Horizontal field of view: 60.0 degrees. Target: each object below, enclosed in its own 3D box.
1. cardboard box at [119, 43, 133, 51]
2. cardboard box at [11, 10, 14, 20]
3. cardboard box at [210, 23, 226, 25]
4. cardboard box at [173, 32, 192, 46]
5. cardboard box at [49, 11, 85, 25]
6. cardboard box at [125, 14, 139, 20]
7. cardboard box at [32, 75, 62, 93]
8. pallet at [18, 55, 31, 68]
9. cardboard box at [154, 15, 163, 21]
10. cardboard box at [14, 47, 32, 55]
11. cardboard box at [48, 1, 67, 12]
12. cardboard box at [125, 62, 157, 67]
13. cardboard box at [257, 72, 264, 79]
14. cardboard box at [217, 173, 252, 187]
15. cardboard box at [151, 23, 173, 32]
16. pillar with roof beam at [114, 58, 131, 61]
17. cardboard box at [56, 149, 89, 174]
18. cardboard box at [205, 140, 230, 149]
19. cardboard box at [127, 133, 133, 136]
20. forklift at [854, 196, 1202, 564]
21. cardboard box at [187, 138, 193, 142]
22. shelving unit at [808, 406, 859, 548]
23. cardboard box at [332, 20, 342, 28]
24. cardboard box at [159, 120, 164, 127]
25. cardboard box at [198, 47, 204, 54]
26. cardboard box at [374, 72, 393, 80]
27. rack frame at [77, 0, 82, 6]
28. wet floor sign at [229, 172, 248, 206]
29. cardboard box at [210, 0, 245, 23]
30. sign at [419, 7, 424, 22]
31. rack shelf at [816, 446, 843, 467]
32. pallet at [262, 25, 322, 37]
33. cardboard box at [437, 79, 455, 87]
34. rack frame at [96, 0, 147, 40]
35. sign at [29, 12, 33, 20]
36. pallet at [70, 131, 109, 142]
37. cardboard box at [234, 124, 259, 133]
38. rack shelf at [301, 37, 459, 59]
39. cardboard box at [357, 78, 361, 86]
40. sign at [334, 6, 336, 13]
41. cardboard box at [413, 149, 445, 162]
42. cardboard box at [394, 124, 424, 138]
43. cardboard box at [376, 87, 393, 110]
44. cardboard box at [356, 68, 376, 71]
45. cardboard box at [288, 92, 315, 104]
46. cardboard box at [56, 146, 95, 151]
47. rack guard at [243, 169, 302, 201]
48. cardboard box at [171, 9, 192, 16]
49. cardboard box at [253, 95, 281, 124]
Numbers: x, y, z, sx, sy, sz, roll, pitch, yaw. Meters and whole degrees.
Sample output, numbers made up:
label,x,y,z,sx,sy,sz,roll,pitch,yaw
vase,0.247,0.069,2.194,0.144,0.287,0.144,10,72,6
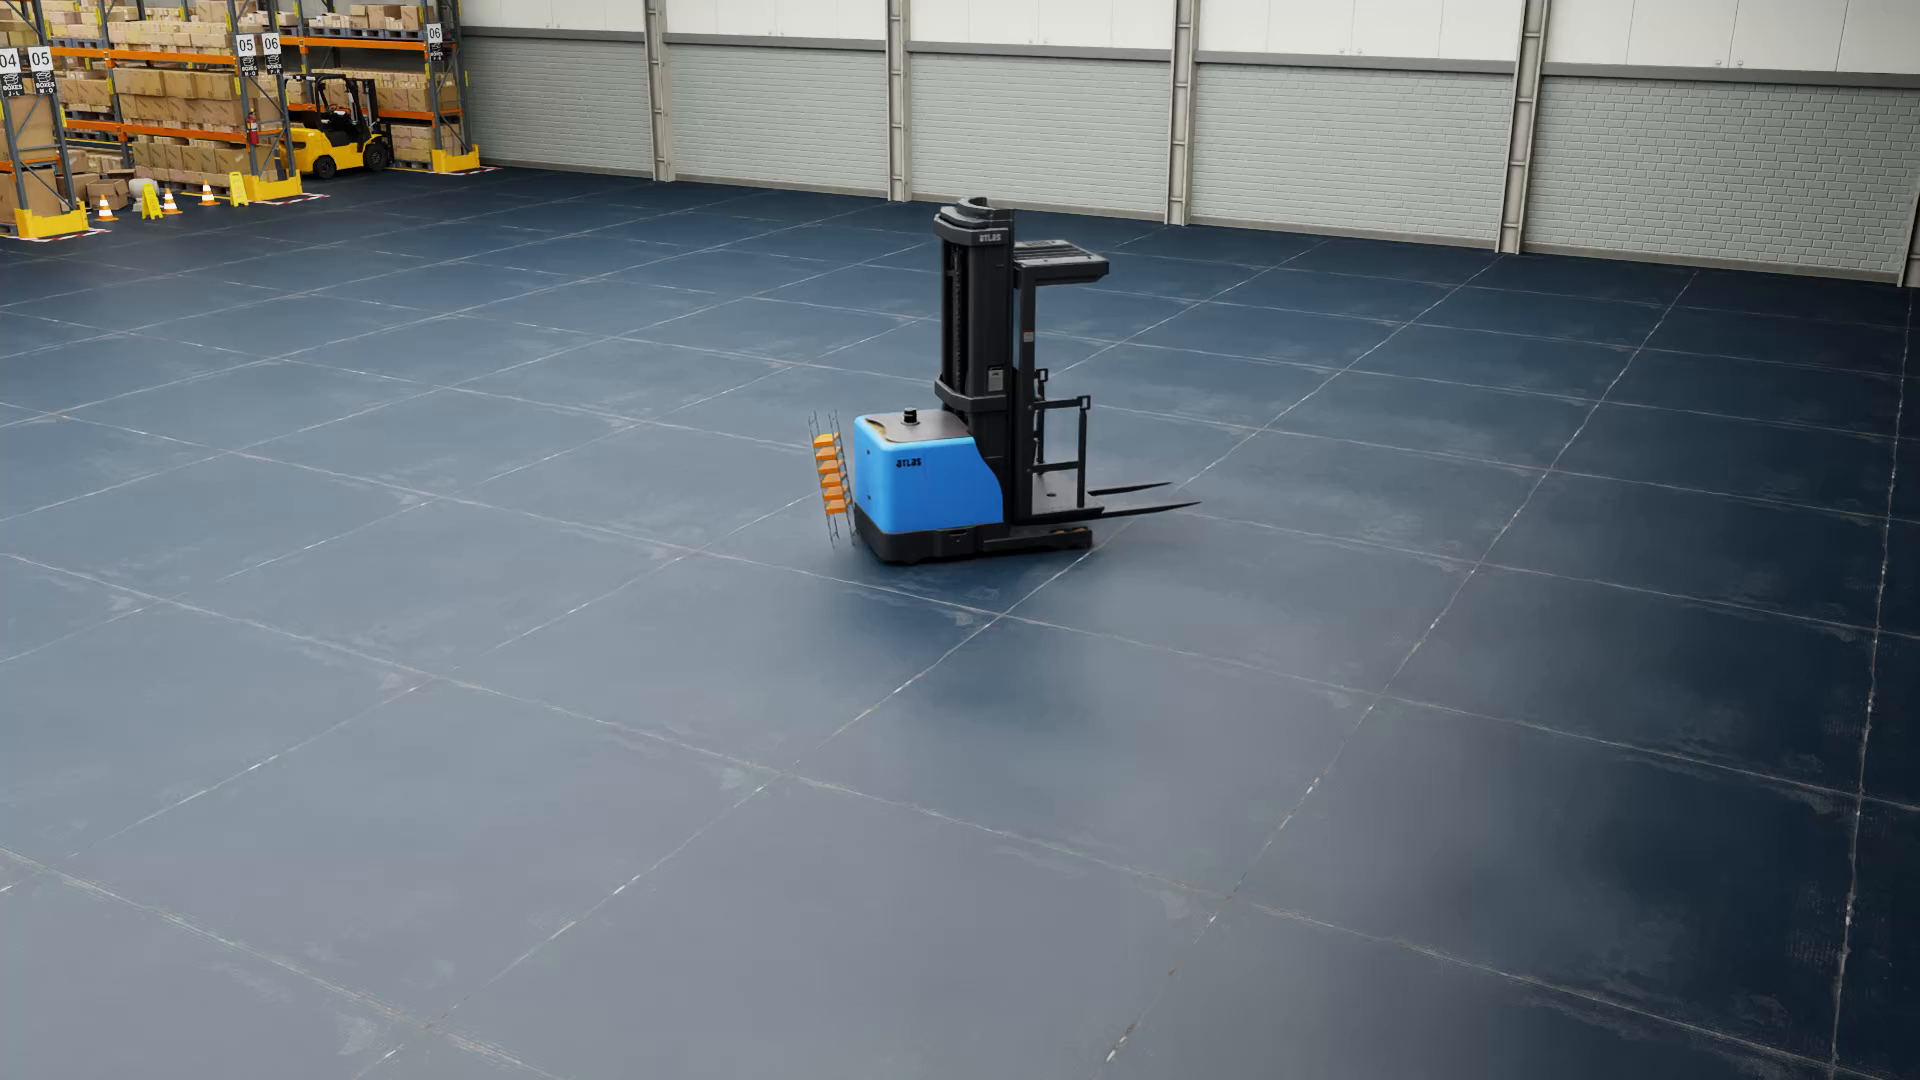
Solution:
label,x,y,z,sx,sy,sz,roll,pitch,yaw
cardboard box,-17.075,-10.177,34.289,0.250,0.149,0.380,11,23,27
cardboard box,-24.778,-13.790,43.666,0.500,0.250,0.500,11,23,28
cardboard box,-15.008,-10.366,33.641,0.250,0.149,0.380,11,23,27
cardboard box,-15.407,-10.059,33.378,0.500,0.250,0.500,12,23,29
cardboard box,-18.897,-11.064,35.238,0.500,0.250,0.500,11,23,28
cardboard box,-20.573,-13.000,41.308,0.250,0.149,0.380,11,23,28
cardboard box,-19.714,-9.806,36.097,0.500,0.500,0.500,11,23,28
pallet,-16.914,-8.404,29.162,1.213,0.211,1.003,11,23,27
cardboard box,-19.601,-12.857,40.944,0.250,0.149,0.380,11,23,27
cardboard box,-16.404,-8.604,29.190,0.250,0.149,0.380,11,23,28
cardboard box,-22.999,-13.688,42.650,0.500,0.250,0.500,10,22,26
cardboard box,-20.544,-11.760,41.922,0.500,0.500,0.700,11,23,27
cardboard box,-16.816,-11.116,39.811,0.250,0.149,0.380,10,22,26
cardboard box,-14.793,-7.369,33.994,0.500,0.250,0.500,11,23,27
cardboard box,-16.148,-10.388,33.701,0.250,0.149,0.380,10,22,26
pillar with roof beam,-24.262,-13.802,39.516,0.400,9.000,9.100,11,23,27
cardboard box,-18.269,-7.717,34.092,0.500,0.500,0.500,11,23,27
cardboard box,-15.115,-8.064,33.861,0.250,0.149,0.380,12,23,29
cardboard box,-21.212,-10.669,42.725,0.500,0.500,0.500,10,22,27
forklift,0.636,-1.456,14.377,3.031,2.935,1.130,-6,21,-17
cardboard box,-16.335,-8.225,35.256,0.500,0.500,0.500,11,23,28
shelving unit,-1.090,-0.538,14.362,0.189,1.200,0.258,-5,19,11
cardboard box,-14.095,-11.793,37.981,0.250,0.149,0.380,12,23,29
cardboard box,-16.369,-8.657,34.497,0.250,0.149,0.380,11,23,27
cardboard box,-15.020,-9.821,33.309,0.250,0.149,0.380,11,23,28
cardboard box,-13.096,-10.555,37.827,0.250,0.149,0.380,11,23,28
rack frame,-21.994,-14.700,41.990,0.127,3.000,1.000,11,23,27
wet floor sign,-14.291,-6.949,32.872,0.267,0.644,0.232,-16,26,-38
cardboard box,-17.499,-12.669,39.880,0.500,0.500,0.700,10,22,26
sign,-11.795,-11.514,36.423,0.005,0.325,0.100,11,23,27
rack shelf,-1.120,-0.721,14.300,0.180,0.103,0.258,-5,19,11
pallet,-15.786,-12.012,39.260,1.217,0.209,0.805,10,22,25
cardboard box,-11.687,-10.369,37.752,0.250,0.149,0.380,10,22,26
rack frame,-17.427,-11.891,34.247,0.127,3.000,1.000,11,23,27
sign,-20.653,-11.550,36.948,0.005,0.325,0.100,11,23,27
pallet,-22.593,-10.683,43.804,1.213,0.211,1.003,11,23,27
cardboard box,-14.366,-8.286,33.475,0.250,0.149,0.380,12,23,29
rack shelf,-13.264,-11.288,38.039,4.000,0.370,1.077,11,23,27
cardboard box,-13.756,-10.548,38.245,0.250,0.149,0.380,10,22,26
sign,-14.741,-12.405,39.188,0.005,0.325,0.100,11,23,27
cardboard box,-12.082,-8.773,37.865,0.500,0.250,0.500,11,23,28
cardboard box,-12.521,-9.326,37.923,0.500,0.250,0.500,11,23,28
cardboard box,-12.971,-10.109,37.985,0.500,0.500,0.500,10,22,26
cardboard box,-13.898,-10.961,38.946,0.250,0.149,0.380,10,22,26
cardboard box,-15.577,-10.484,39.387,0.500,0.250,0.500,11,23,29
cardboard box,-19.783,-8.481,36.881,0.625,0.372,0.950,10,22,26
rack guard,-14.002,-7.243,33.897,0.348,0.500,1.175,11,23,27
cardboard box,-18.946,-12.850,40.489,0.250,0.149,0.380,12,23,29
cardboard box,-14.214,-8.754,33.813,0.500,0.500,0.500,10,22,26
